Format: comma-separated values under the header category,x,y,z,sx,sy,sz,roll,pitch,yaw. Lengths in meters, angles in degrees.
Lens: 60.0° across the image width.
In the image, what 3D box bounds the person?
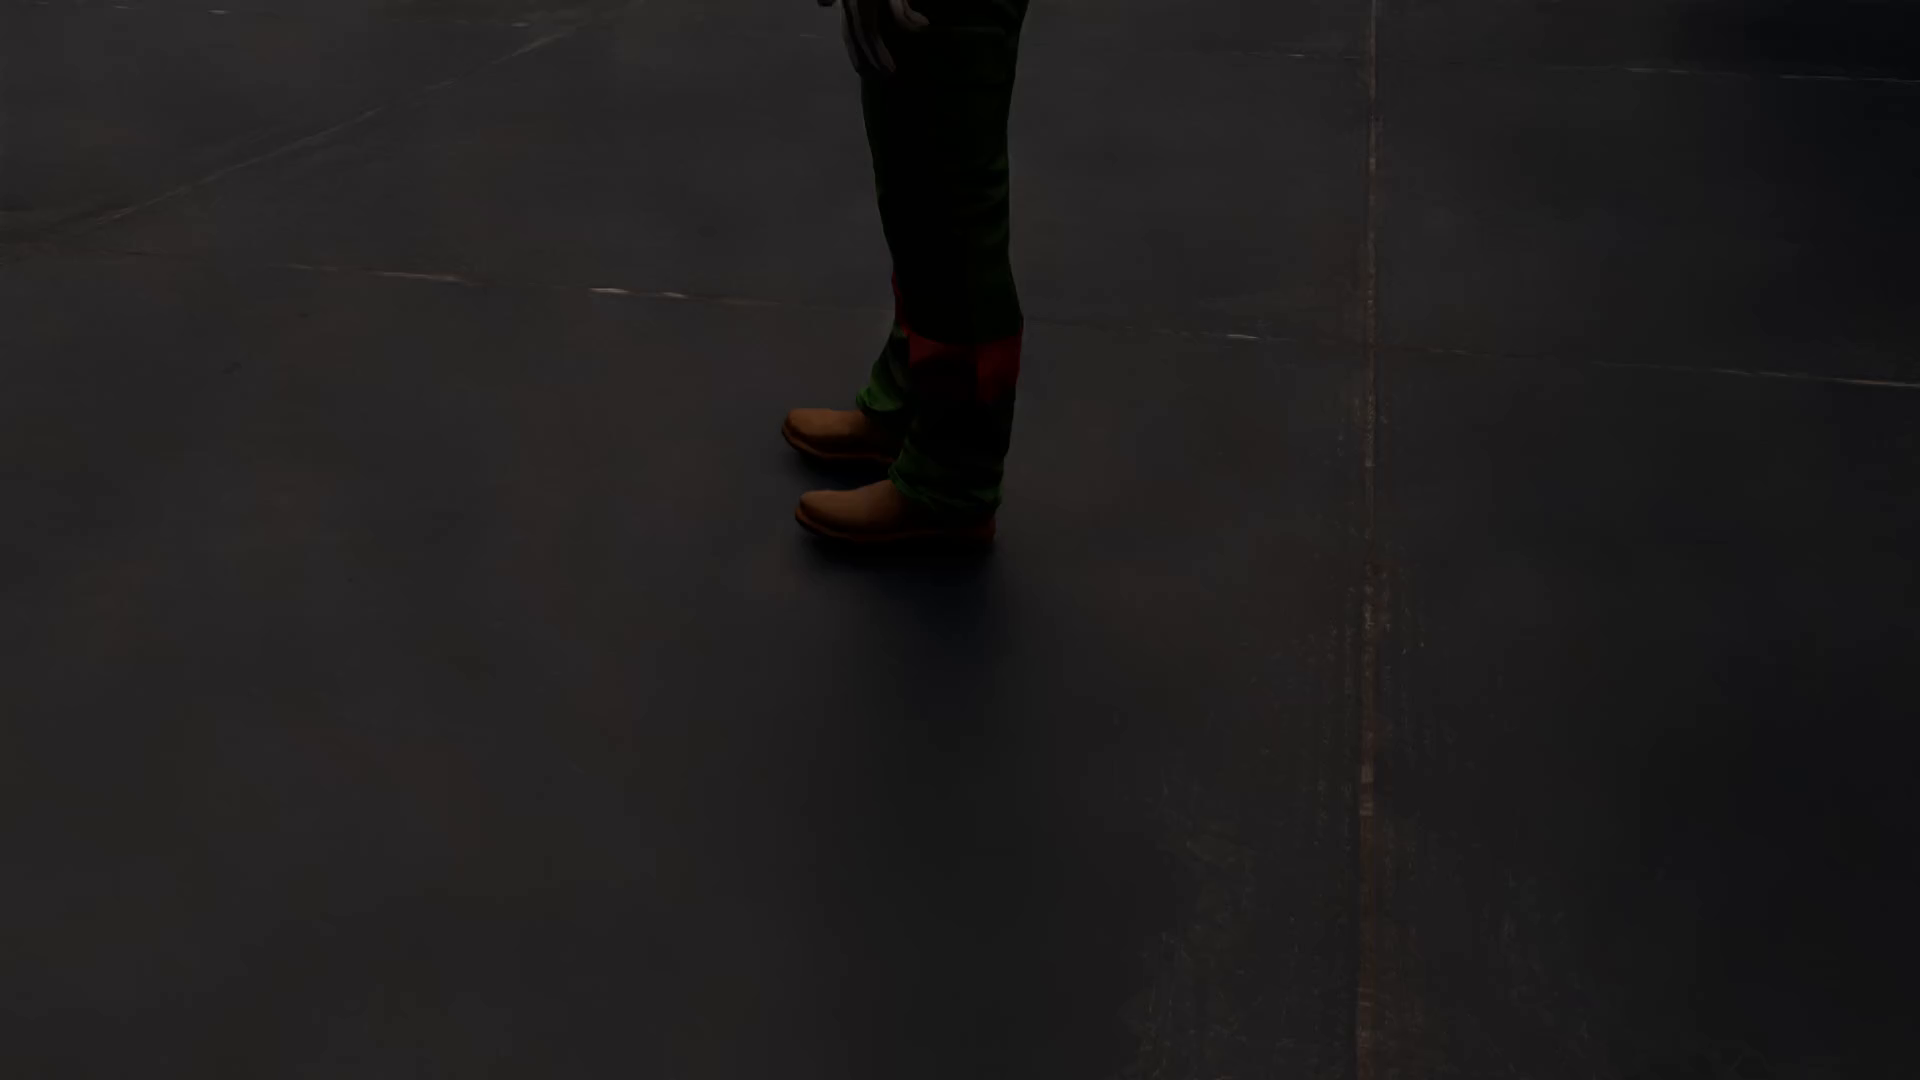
category,x,y,z,sx,sy,sz,roll,pitch,yaw
person,-0.076,-0.818,2.119,0.563,1.787,0.637,6,27,11
